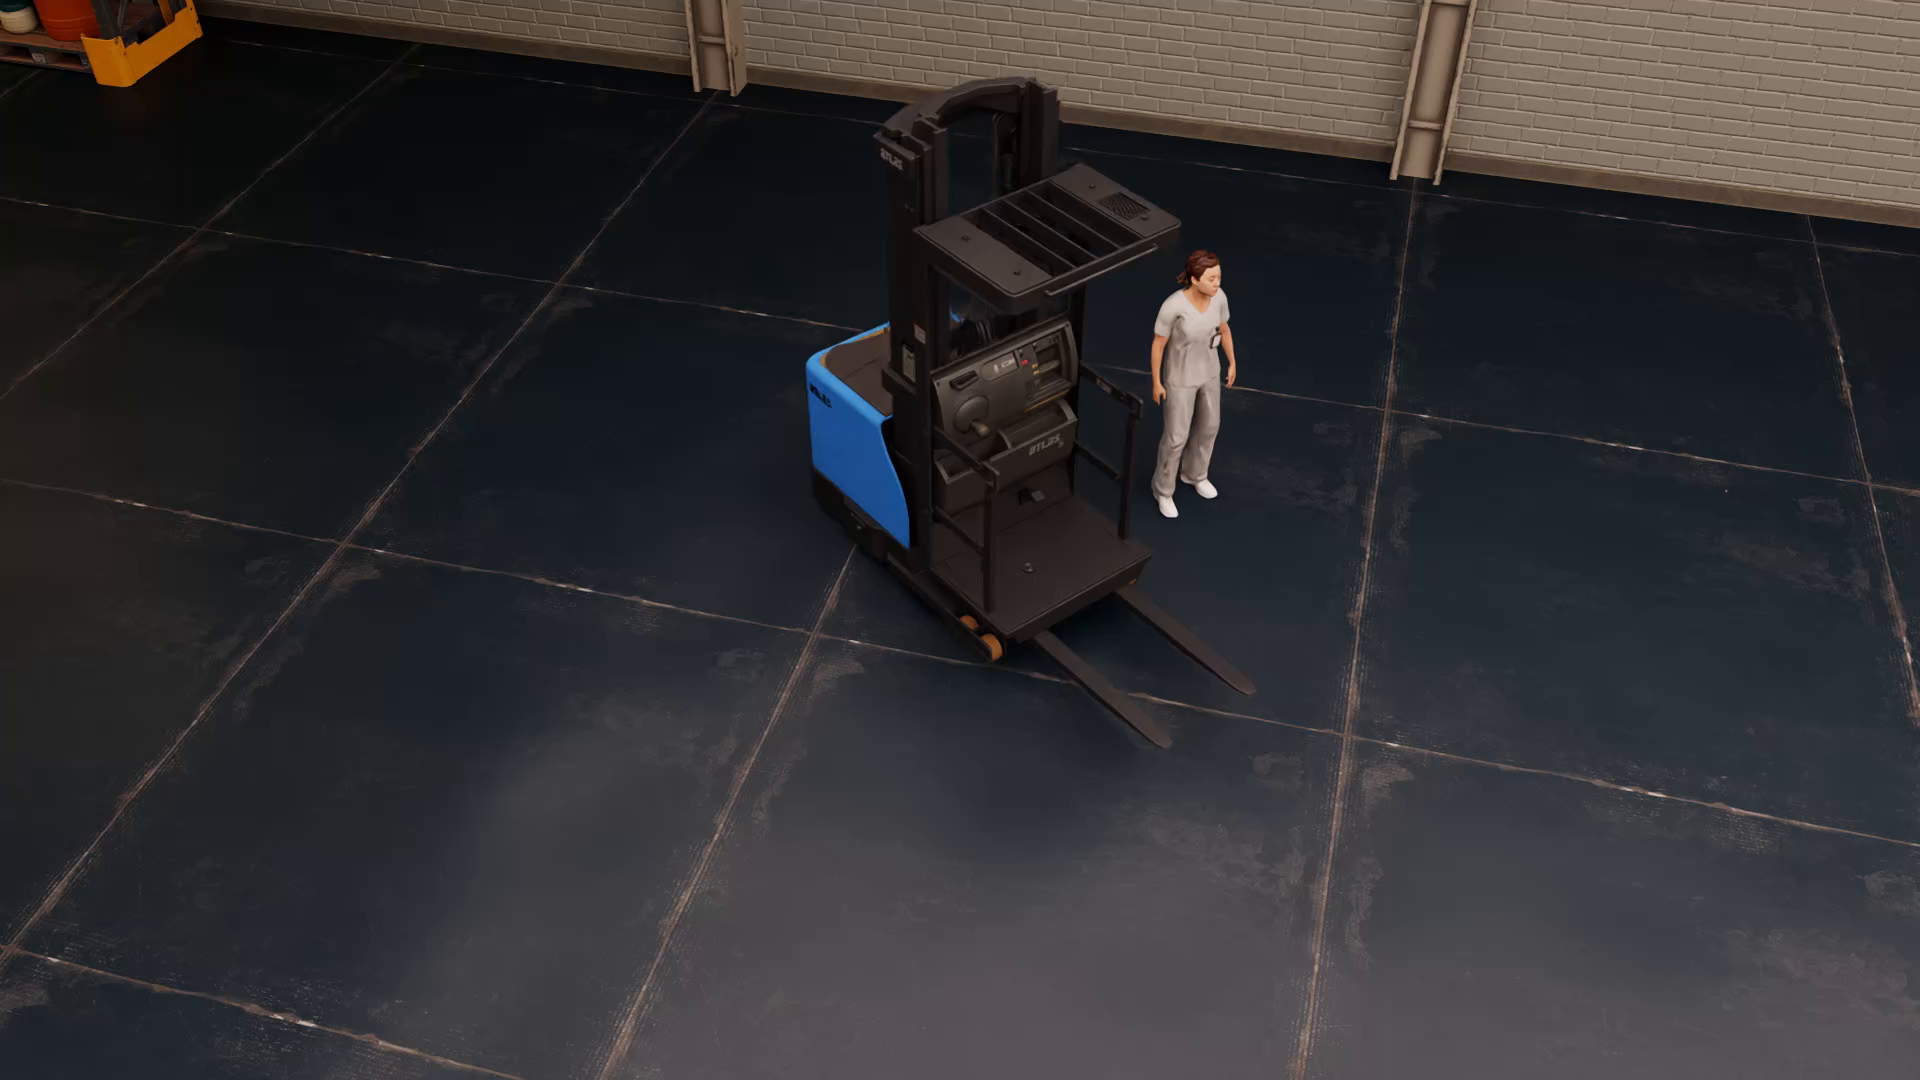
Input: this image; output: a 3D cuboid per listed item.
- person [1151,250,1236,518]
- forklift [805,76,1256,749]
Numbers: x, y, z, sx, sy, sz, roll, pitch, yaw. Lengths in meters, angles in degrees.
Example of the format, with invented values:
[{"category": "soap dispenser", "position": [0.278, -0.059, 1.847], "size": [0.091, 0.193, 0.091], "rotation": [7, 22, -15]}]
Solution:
[{"category": "person", "position": [1.403, -0.949, 9.899], "size": [0.558, 1.674, 0.466], "rotation": [-19, 45, -21]}, {"category": "forklift", "position": [0.383, -0.787, 8.760], "size": [1.130, 2.935, 3.031], "rotation": [-27, 48, -28]}]
